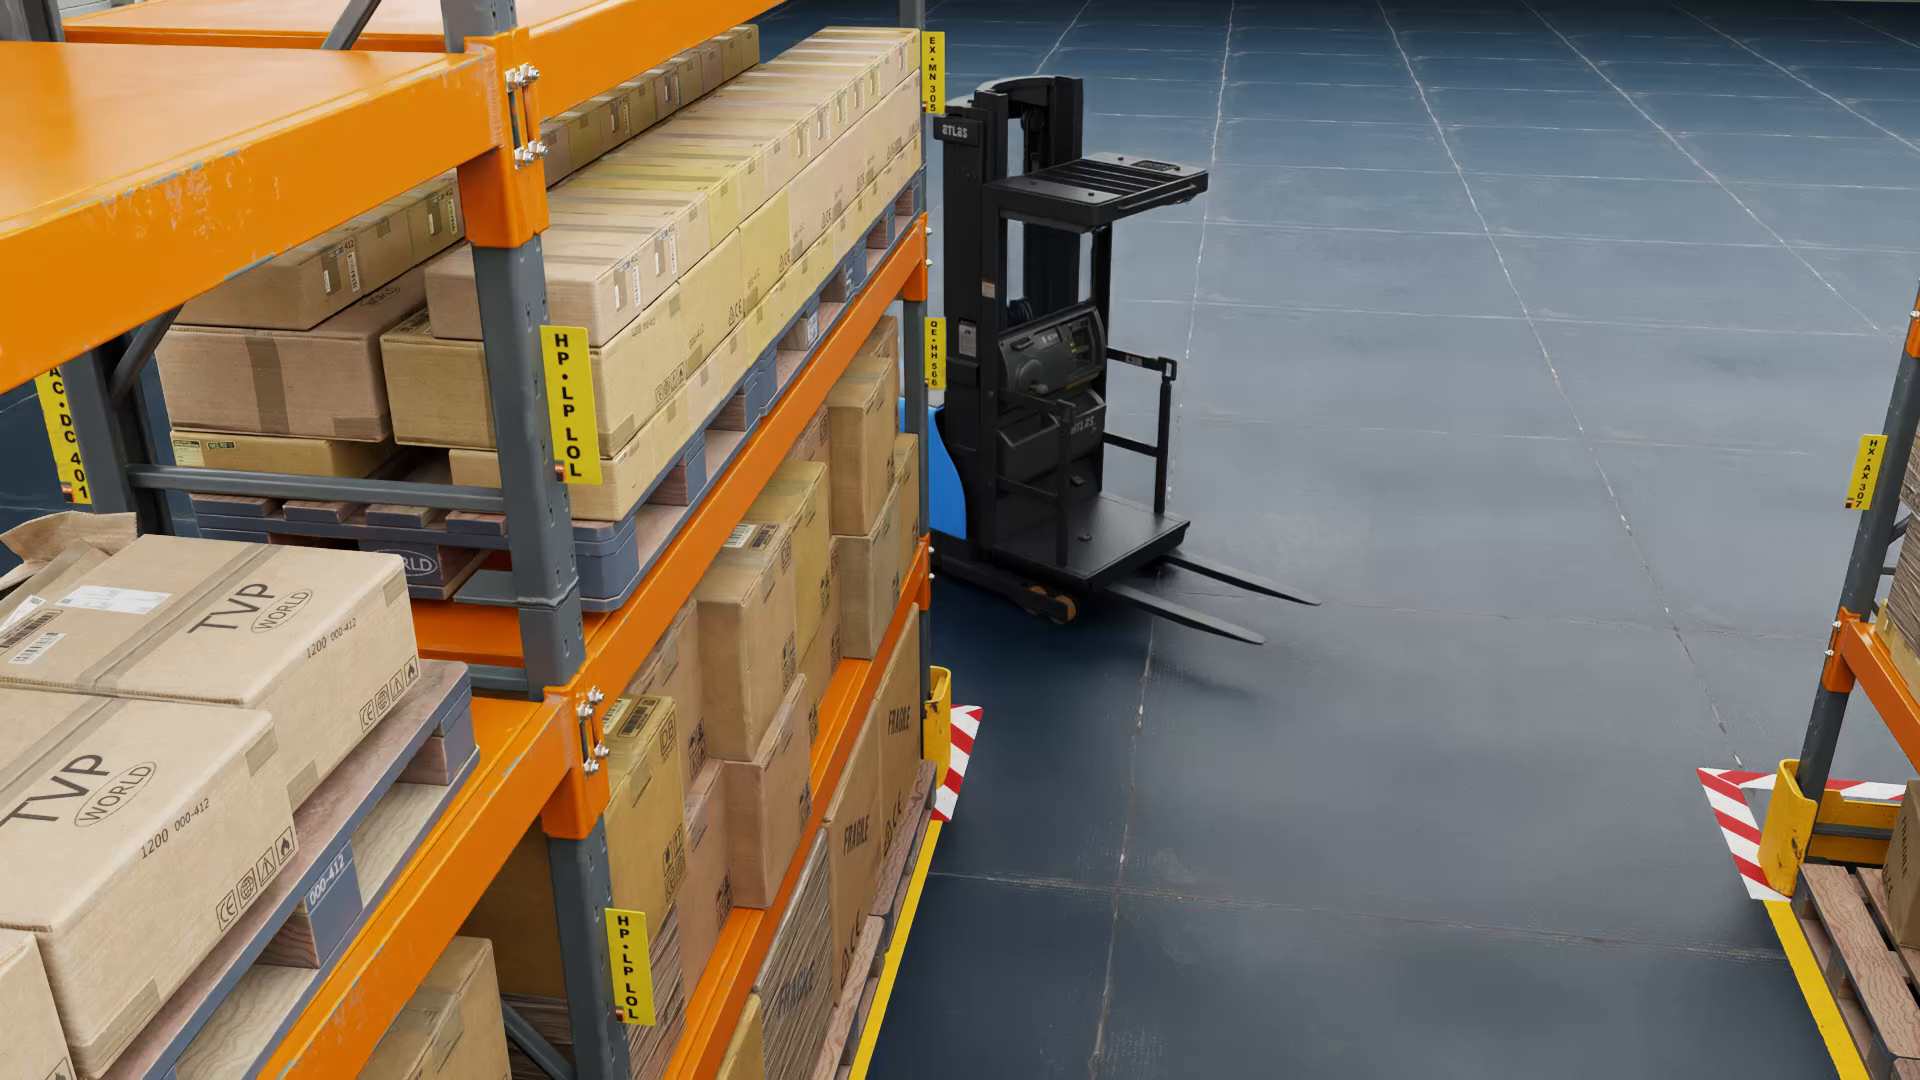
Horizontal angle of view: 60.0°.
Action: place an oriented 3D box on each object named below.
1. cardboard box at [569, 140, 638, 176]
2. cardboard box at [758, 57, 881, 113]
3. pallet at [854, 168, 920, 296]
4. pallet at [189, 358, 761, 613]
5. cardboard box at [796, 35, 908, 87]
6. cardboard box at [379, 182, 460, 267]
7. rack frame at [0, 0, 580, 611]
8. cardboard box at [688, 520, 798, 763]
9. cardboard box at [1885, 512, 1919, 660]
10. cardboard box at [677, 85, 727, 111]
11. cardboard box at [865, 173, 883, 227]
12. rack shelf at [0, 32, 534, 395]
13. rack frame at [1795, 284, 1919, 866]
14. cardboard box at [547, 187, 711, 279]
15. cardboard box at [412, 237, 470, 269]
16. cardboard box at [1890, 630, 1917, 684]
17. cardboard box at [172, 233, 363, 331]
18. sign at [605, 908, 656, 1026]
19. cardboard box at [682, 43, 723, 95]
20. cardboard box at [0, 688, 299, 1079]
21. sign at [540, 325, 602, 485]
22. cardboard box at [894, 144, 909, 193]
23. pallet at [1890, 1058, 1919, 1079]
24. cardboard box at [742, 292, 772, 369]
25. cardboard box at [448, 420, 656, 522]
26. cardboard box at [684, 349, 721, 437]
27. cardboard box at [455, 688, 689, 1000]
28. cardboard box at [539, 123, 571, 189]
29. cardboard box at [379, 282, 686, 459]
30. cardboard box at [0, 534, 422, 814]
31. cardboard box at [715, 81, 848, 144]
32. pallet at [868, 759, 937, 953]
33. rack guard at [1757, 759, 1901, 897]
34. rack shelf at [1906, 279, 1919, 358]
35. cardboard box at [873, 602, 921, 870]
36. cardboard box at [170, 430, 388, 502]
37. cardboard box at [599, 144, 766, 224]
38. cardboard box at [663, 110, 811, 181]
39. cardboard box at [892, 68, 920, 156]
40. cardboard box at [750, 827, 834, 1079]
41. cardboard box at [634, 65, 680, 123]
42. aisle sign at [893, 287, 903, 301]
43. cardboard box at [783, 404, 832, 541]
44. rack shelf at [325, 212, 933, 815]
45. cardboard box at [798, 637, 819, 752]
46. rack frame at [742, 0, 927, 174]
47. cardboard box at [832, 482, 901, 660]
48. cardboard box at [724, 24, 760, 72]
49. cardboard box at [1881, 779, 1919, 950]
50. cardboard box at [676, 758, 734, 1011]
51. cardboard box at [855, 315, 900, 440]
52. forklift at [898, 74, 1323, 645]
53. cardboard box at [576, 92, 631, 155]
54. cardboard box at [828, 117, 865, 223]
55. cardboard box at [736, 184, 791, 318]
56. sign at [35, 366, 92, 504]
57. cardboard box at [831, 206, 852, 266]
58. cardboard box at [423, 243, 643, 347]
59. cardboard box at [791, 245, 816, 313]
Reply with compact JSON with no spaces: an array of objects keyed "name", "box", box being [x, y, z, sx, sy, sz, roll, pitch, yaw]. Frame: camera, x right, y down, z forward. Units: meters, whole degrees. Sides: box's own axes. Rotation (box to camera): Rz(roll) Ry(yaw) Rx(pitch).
[{"name":"cardboard box","box":[-1.224,-1.075,5.183,0.500,0.250,0.500,4,25,8]},{"name":"cardboard box","box":[-0.491,-1.589,5.810,0.380,0.149,0.250,4,25,9]},{"name":"pallet","box":[-0.756,-1.239,6.425,1.003,0.211,1.213,4,25,9]},{"name":"pallet","box":[-1.155,-0.218,4.245,1.003,0.211,1.213,4,25,9]},{"name":"cardboard box","box":[-0.408,-1.804,6.270,0.380,0.149,0.250,4,25,9]},{"name":"cardboard box","box":[-1.471,-0.786,4.094,0.380,0.149,0.250,4,25,8]},{"name":"rack frame","box":[-1.299,-1.276,2.861,1.000,3.000,0.127,4,25,9]},{"name":"cardboard box","box":[-1.006,0.278,5.167,0.875,0.550,0.550,4,25,9]},{"name":"cardboard box","box":[4.114,0.203,6.310,0.875,0.500,0.500,4,25,9]},{"name":"cardboard box","box":[-1.059,-1.496,6.082,0.500,0.250,0.500,4,25,8]},{"name":"cardboard box","box":[-0.490,-1.231,5.986,0.380,0.149,0.250,4,25,9]},{"name":"rack shelf","box":[-1.626,0.068,1.311,1.077,0.370,4.000,4,25,9]},{"name":"rack frame","box":[4.231,0.154,6.882,1.000,3.000,0.127,4,25,9]},{"name":"cardboard box","box":[-0.822,-0.741,4.000,0.380,0.149,0.250,4,25,8]},{"name":"cardboard box","box":[-1.389,-0.655,4.285,0.500,0.250,0.500,4,25,8]},{"name":"cardboard box","box":[3.890,0.474,6.495,0.380,0.149,0.250,4,25,9]},{"name":"cardboard box","box":[-1.554,-0.575,3.644,0.380,0.149,0.250,4,25,8]},{"name":"sign","box":[-0.762,0.986,3.832,0.100,0.325,0.005,4,25,9]},{"name":"cardboard box","box":[-1.097,-1.744,6.141,0.380,0.149,0.250,4,25,8]},{"name":"cardboard box","box":[-1.284,0.447,2.282,0.500,0.250,0.500,4,25,8]},{"name":"sign","box":[-0.762,-0.260,3.248,0.100,0.325,0.005,4,25,9]},{"name":"cardboard box","box":[-0.407,-1.444,6.441,0.380,0.149,0.250,4,25,9]},{"name":"pallet","box":[3.850,2.295,5.598,1.003,0.211,1.213,4,25,9]},{"name":"cardboard box","box":[-0.740,-0.593,4.624,0.380,0.149,0.250,4,25,8]},{"name":"cardboard box","box":[-0.904,-0.167,3.714,0.380,0.149,0.250,4,25,8]},{"name":"cardboard box","box":[-0.822,-0.380,4.169,0.380,0.149,0.250,4,25,8]},{"name":"cardboard box","box":[-1.205,0.732,4.196,0.875,0.550,0.550,4,25,9]},{"name":"cardboard box","box":[-1.347,-1.103,4.772,0.380,0.149,0.250,4,25,8]},{"name":"cardboard box","box":[-0.943,-0.404,3.750,0.500,0.250,0.500,4,25,9]},{"name":"cardboard box","box":[-1.257,0.222,2.763,0.500,0.250,0.500,4,25,9]},{"name":"cardboard box","box":[-0.574,-1.377,5.357,0.380,0.149,0.250,4,25,8]},{"name":"pallet","box":[-0.699,1.371,7.572,1.003,0.211,1.213,4,25,9]},{"name":"rack guard","box":[4.219,1.318,7.344,1.175,0.500,0.348,4,25,9]},{"name":"rack shelf","box":[3.905,-0.042,4.611,1.077,0.370,4.000,4,25,9]},{"name":"cardboard box","box":[-0.691,0.829,7.452,0.875,0.875,0.875,4,25,9]},{"name":"cardboard box","box":[-1.555,-0.213,3.812,0.380,0.149,0.250,4,25,8]},{"name":"cardboard box","box":[-0.740,-0.955,4.457,0.380,0.149,0.250,4,25,9]},{"name":"cardboard box","box":[-0.656,-1.165,4.905,0.380,0.149,0.250,4,25,8]},{"name":"cardboard box","box":[-0.450,-1.668,6.450,0.500,0.250,0.500,4,25,9]},{"name":"cardboard box","box":[-0.984,1.578,5.851,0.875,0.875,0.875,4,25,9]},{"name":"cardboard box","box":[-1.181,-1.530,5.685,0.380,0.149,0.250,4,25,8]},{"name":"aisle sign","box":[-0.338,-1.418,7.174,0.394,0.787,0.004,4,25,9]},{"name":"cardboard box","box":[-0.969,-0.175,6.134,0.875,0.550,0.550,4,25,9]},{"name":"rack shelf","box":[-0.972,-0.428,5.436,1.077,0.370,4.000,4,25,9]},{"name":"cardboard box","box":[-0.991,0.540,5.880,0.875,0.550,0.500,4,25,9]},{"name":"rack frame","box":[-0.645,-2.949,6.435,1.000,3.000,0.127,4,25,9]},{"name":"cardboard box","box":[-0.730,0.090,6.842,0.875,0.550,0.550,4,25,9]},{"name":"cardboard box","box":[-1.014,-1.955,6.593,0.380,0.149,0.250,4,25,9]},{"name":"cardboard box","box":[4.113,1.356,6.767,0.500,0.500,0.500,9,27,18]},{"name":"cardboard box","box":[-1.183,0.987,4.927,0.875,0.550,0.550,4,25,9]},{"name":"cardboard box","box":[-0.744,-0.636,7.120,0.875,0.550,0.550,4,25,9]},{"name":"forklift","box":[0.704,-1.086,9.613,3.031,2.935,1.130,20,32,36]},{"name":"cardboard box","box":[-1.264,-1.317,5.229,0.380,0.149,0.250,4,25,9]},{"name":"cardboard box","box":[-0.615,-1.249,5.555,0.500,0.250,0.500,4,25,8]},{"name":"cardboard box","box":[-0.780,-0.827,4.652,0.500,0.250,0.500,4,25,8]},{"name":"sign","box":[-1.847,-0.225,3.451,0.100,0.325,0.005,4,25,9]},{"name":"cardboard box","box":[-0.573,-1.018,5.531,0.380,0.149,0.250,4,25,9]},{"name":"cardboard box","box":[-0.904,-0.529,3.545,0.380,0.149,0.250,4,25,9]},{"name":"cardboard box","box":[-0.656,-0.804,5.074,0.380,0.149,0.250,4,25,9]}]
